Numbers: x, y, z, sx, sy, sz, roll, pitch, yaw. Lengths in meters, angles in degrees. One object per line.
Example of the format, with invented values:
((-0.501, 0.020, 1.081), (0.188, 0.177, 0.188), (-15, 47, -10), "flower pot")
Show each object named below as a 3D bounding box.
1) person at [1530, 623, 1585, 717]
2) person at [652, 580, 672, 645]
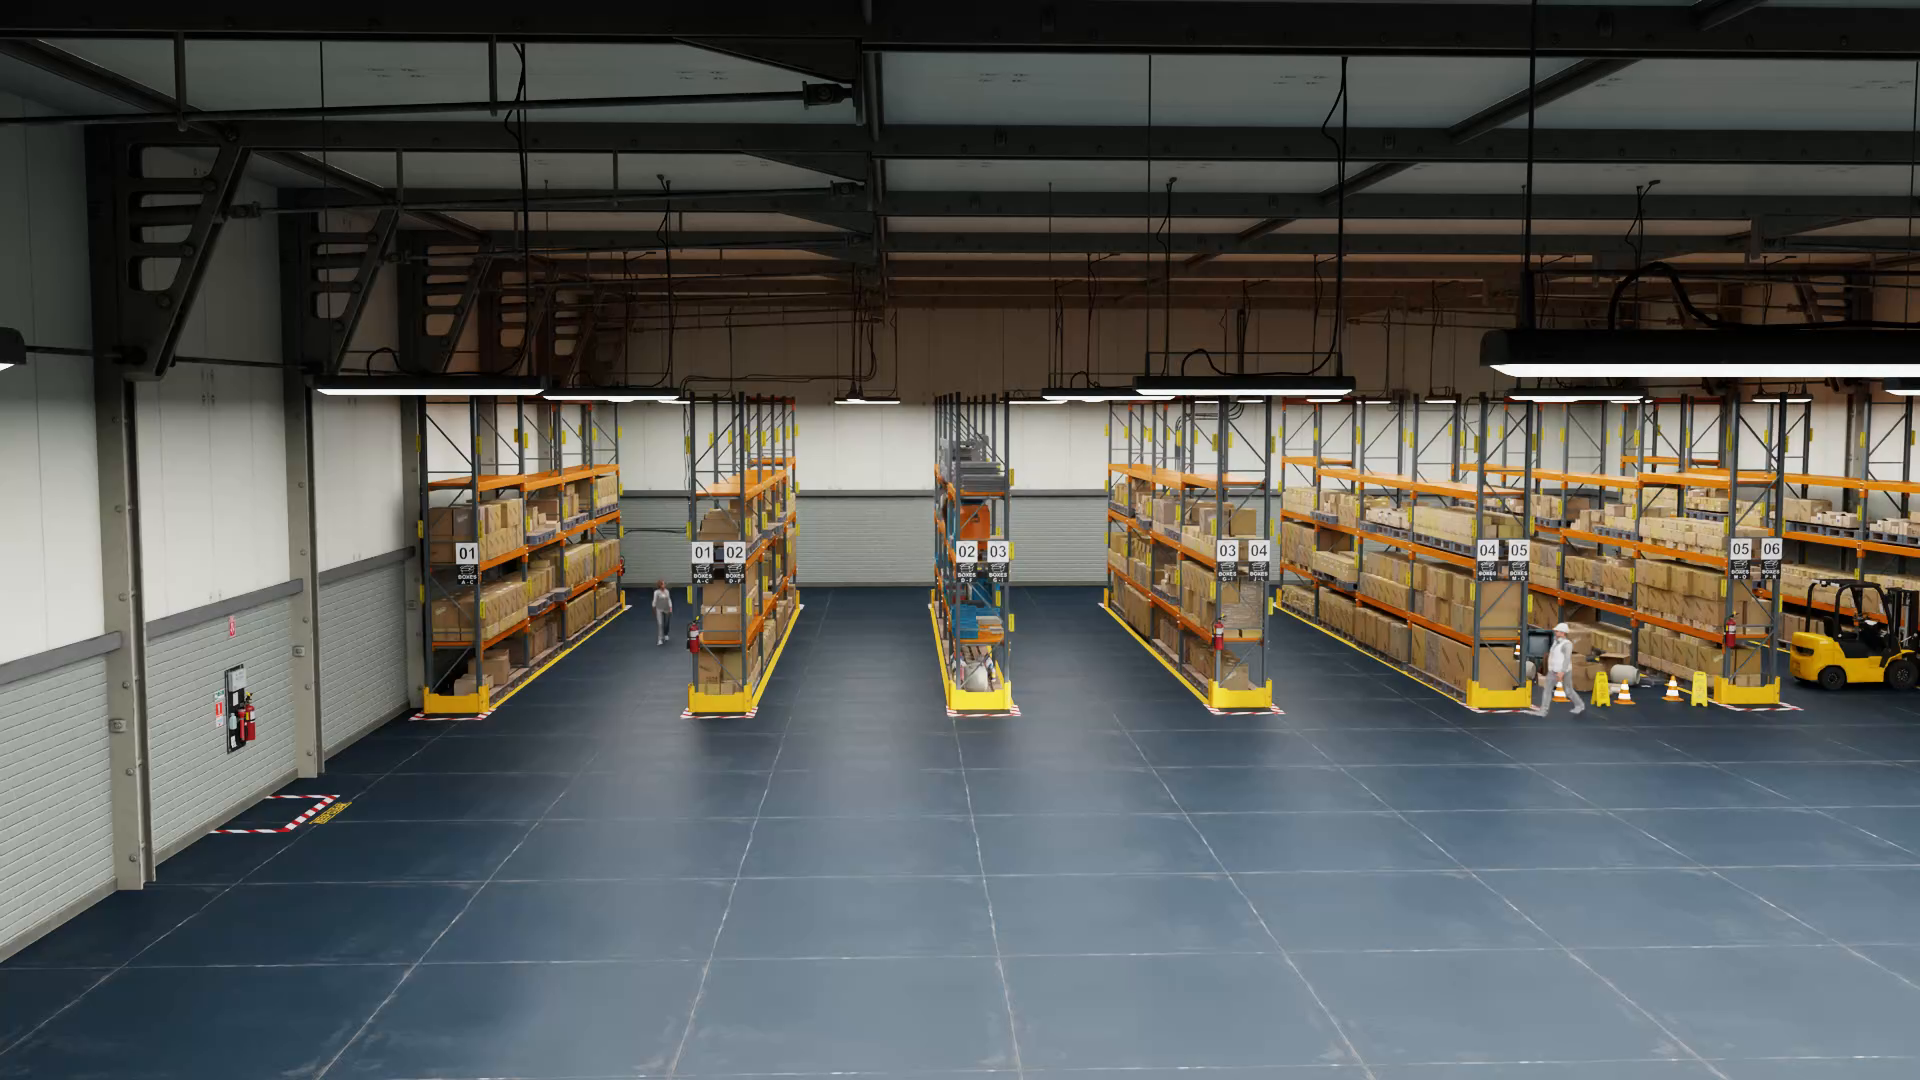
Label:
((11.067, 2.403, 30.662), (1.027, 1.739, 0.521), (-2, 5, -26), "person")
((-7.195, 1.727, 40.212), (0.481, 1.540, 0.908), (-1, 5, -8), "person")
